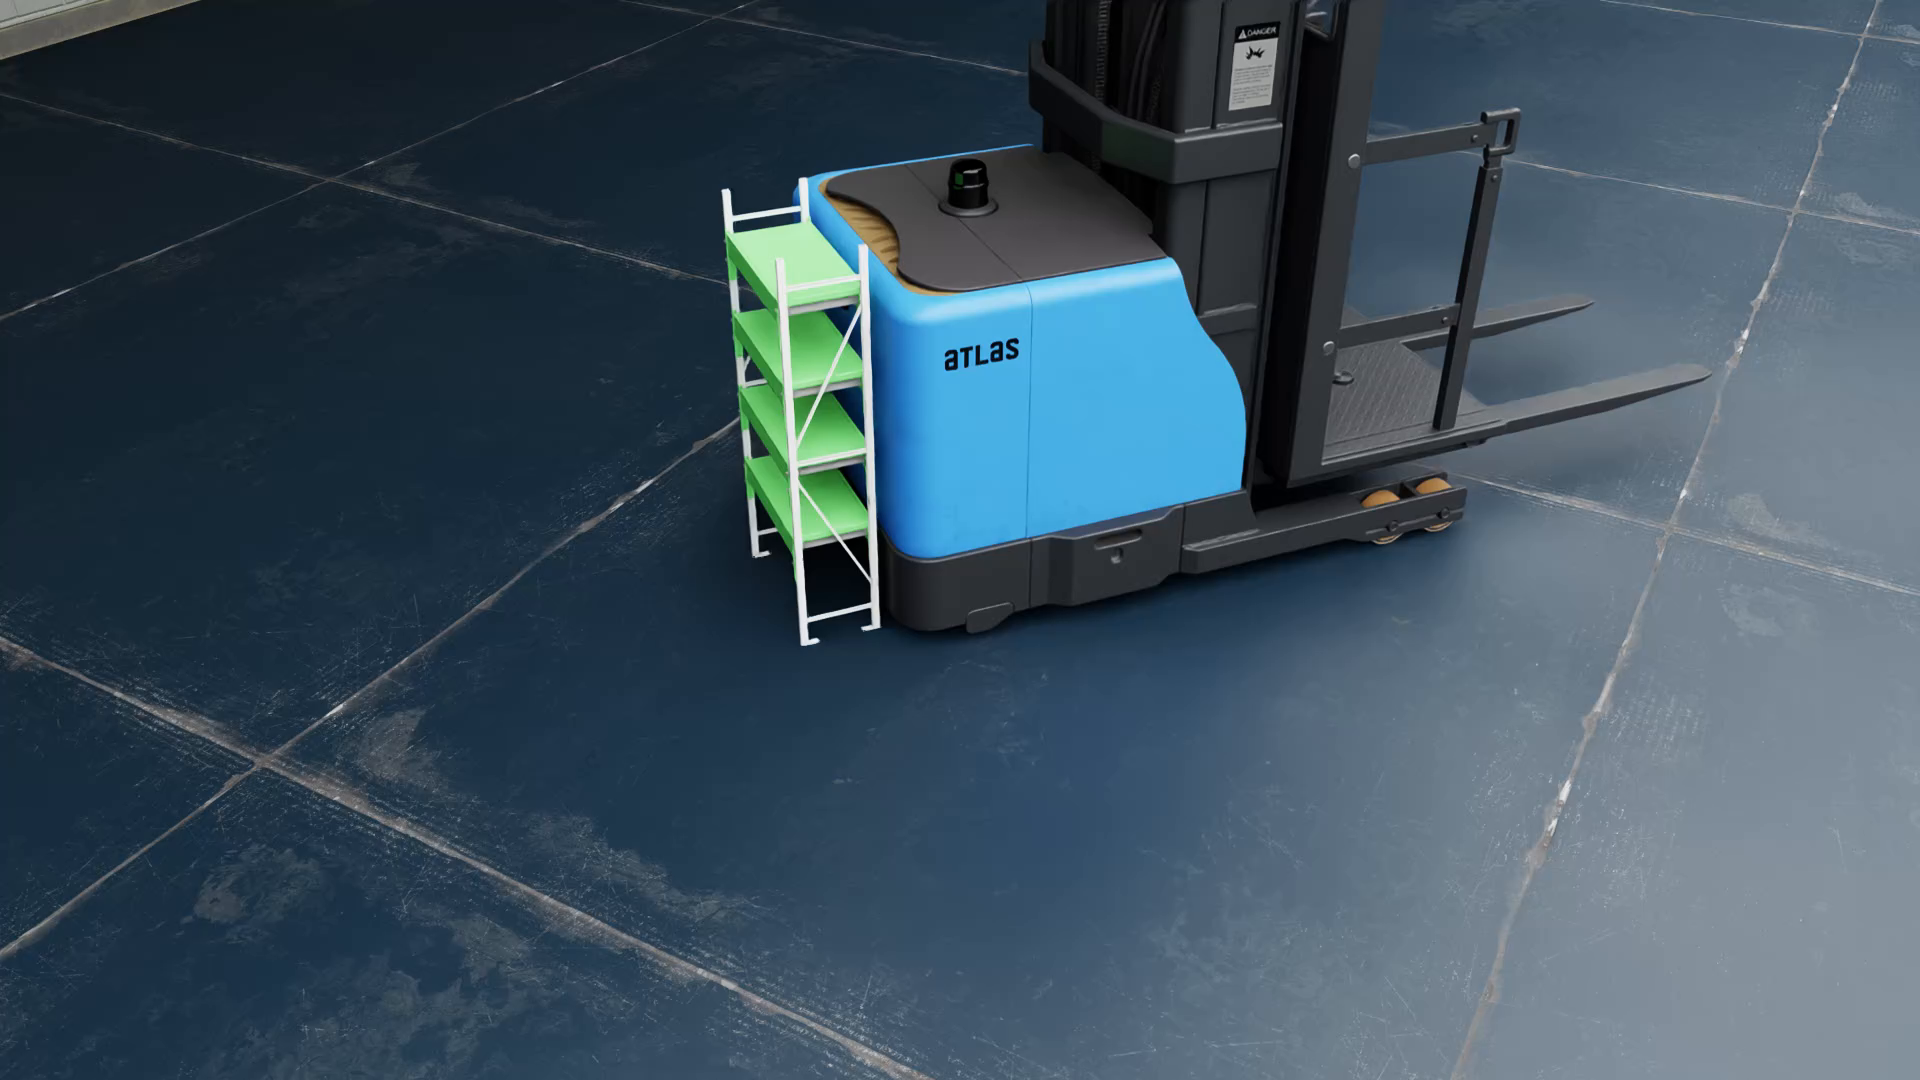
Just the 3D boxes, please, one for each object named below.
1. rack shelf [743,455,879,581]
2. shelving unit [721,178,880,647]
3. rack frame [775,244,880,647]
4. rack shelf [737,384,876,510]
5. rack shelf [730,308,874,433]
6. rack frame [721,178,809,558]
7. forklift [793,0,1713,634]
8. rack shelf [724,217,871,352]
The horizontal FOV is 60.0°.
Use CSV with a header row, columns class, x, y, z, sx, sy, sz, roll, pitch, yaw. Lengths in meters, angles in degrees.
class,x,y,z,sx,sy,sz,roll,pitch,yaw
rack shelf,-0.440,-0.093,4.856,0.258,0.148,0.480,-13,36,-19
shelving unit,-0.440,-0.346,4.688,0.258,1.200,0.503,-13,36,-19
rack frame,-0.347,-0.221,4.500,0.240,1.200,0.015,-13,36,-19
rack shelf,-0.440,-0.293,4.723,0.258,0.148,0.480,-13,36,-19
rack shelf,-0.440,-0.493,4.590,0.258,0.148,0.480,-13,36,-19
rack frame,-0.534,-0.471,4.875,0.240,1.200,0.015,-13,36,-19
forklift,1.058,-1.465,4.806,3.031,2.935,1.130,-13,36,-18
rack shelf,-0.440,-0.693,4.457,0.258,0.148,0.480,-13,36,-19
